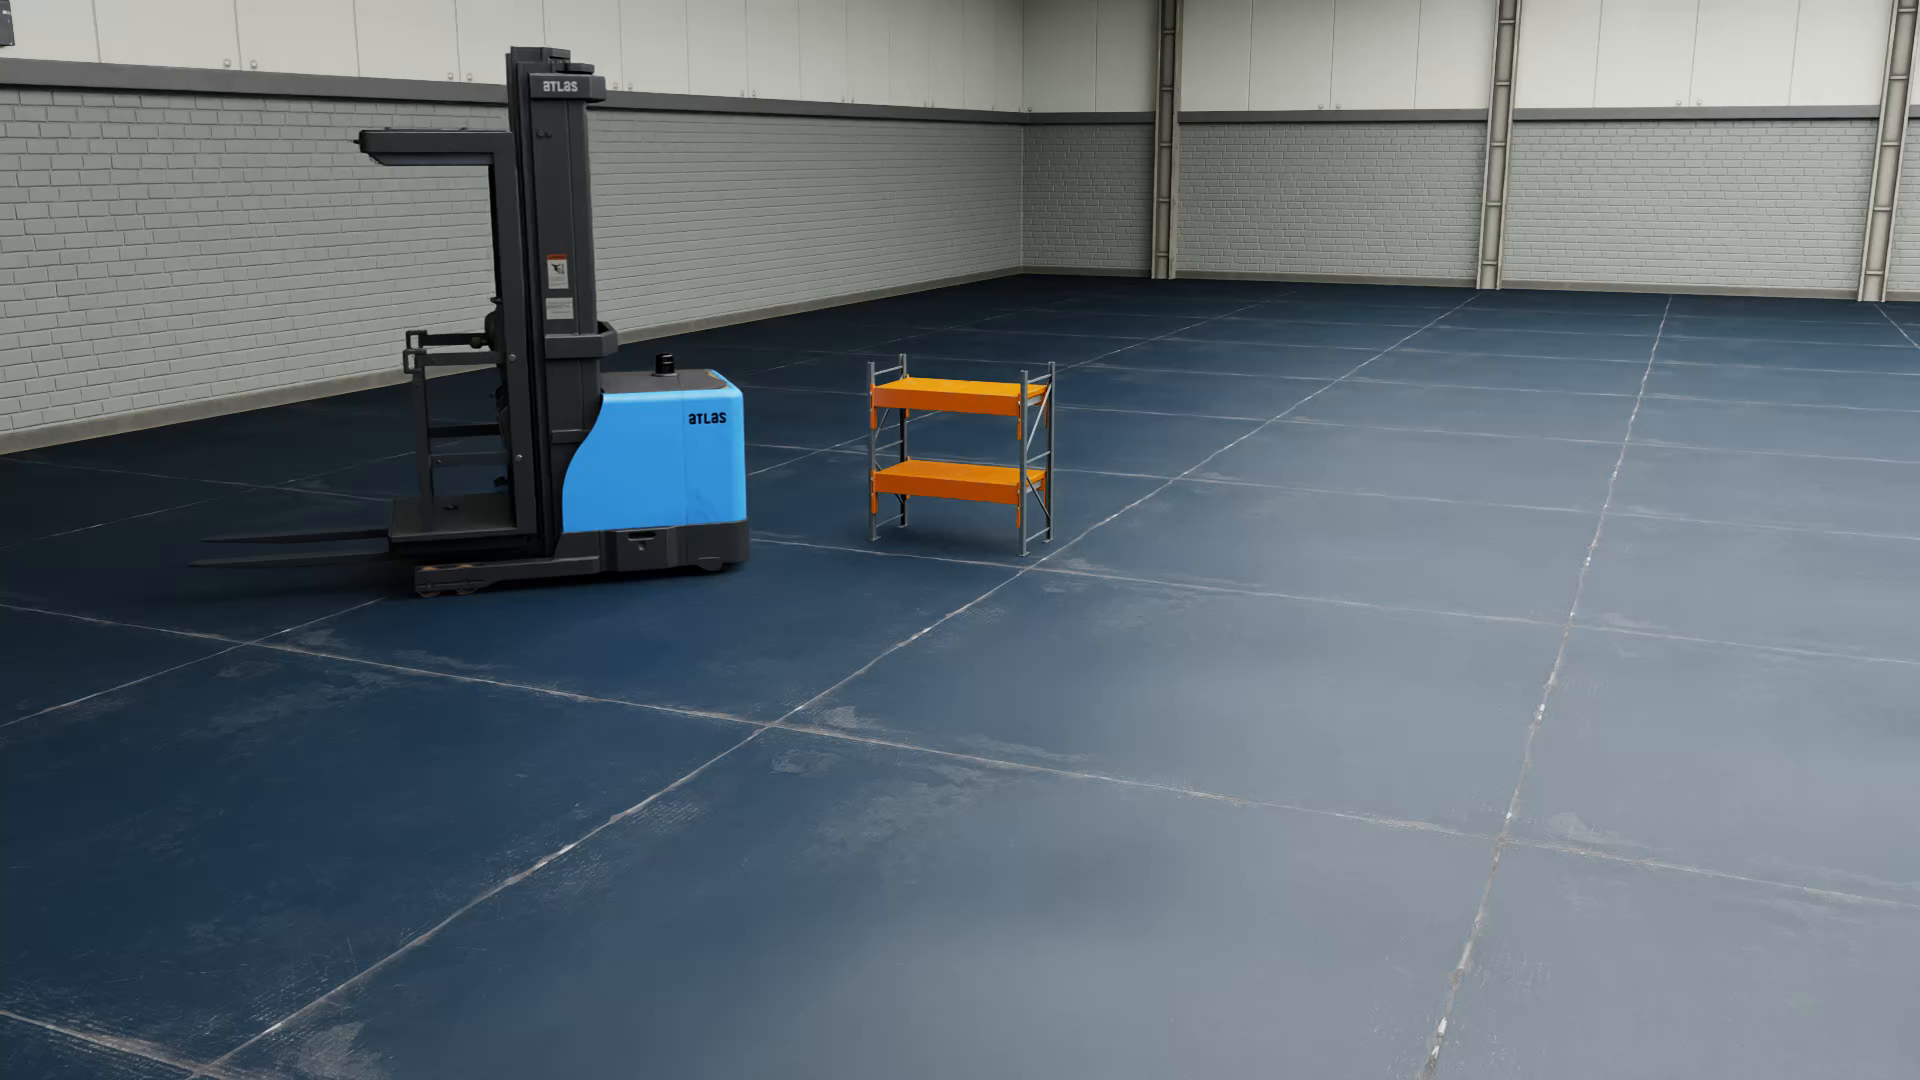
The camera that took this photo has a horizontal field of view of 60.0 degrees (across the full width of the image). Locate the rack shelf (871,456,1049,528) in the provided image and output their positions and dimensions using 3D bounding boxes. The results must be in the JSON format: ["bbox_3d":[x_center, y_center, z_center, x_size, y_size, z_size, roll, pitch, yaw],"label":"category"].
[{"bbox_3d":[0.006,-0.309,10.424,1.000,0.278,0.538,6,14,23],"label":"rack shelf"}]

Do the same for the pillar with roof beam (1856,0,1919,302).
[{"bbox_3d":[13.131,-7.393,22.305,0.400,9.000,9.100,6,14,23],"label":"pillar with roof beam"}]

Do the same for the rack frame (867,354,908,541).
[{"bbox_3d":[-0.459,-0.594,10.568,0.032,1.125,0.500,6,14,23],"label":"rack frame"}]

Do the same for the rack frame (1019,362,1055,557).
[{"bbox_3d":[0.471,-0.500,10.167,0.032,1.125,0.500,6,14,23],"label":"rack frame"}]

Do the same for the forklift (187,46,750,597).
[{"bbox_3d":[-2.806,-1.247,9.398,3.031,2.935,1.130,-4,14,-17],"label":"forklift"}]

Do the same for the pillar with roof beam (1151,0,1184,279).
[{"bbox_3d":[2.159,-8.503,27.037,0.400,9.000,9.100,6,14,23],"label":"pillar with roof beam"}]

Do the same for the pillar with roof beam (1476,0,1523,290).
[{"bbox_3d":[7.645,-7.948,24.671,0.400,9.000,9.100,6,14,23],"label":"pillar with roof beam"}]

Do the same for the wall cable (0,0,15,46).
[{"bbox_3d":[-7.154,-7.009,13.225,0.169,6.003,2.305,6,14,23],"label":"wall cable"}]

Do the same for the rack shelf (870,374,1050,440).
[{"bbox_3d":[0.006,-0.832,10.301,1.000,0.278,0.538,6,14,23],"label":"rack shelf"}]

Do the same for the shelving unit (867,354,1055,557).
[{"bbox_3d":[0.006,-0.547,10.368,1.048,1.125,0.538,6,14,23],"label":"shelving unit"}]
